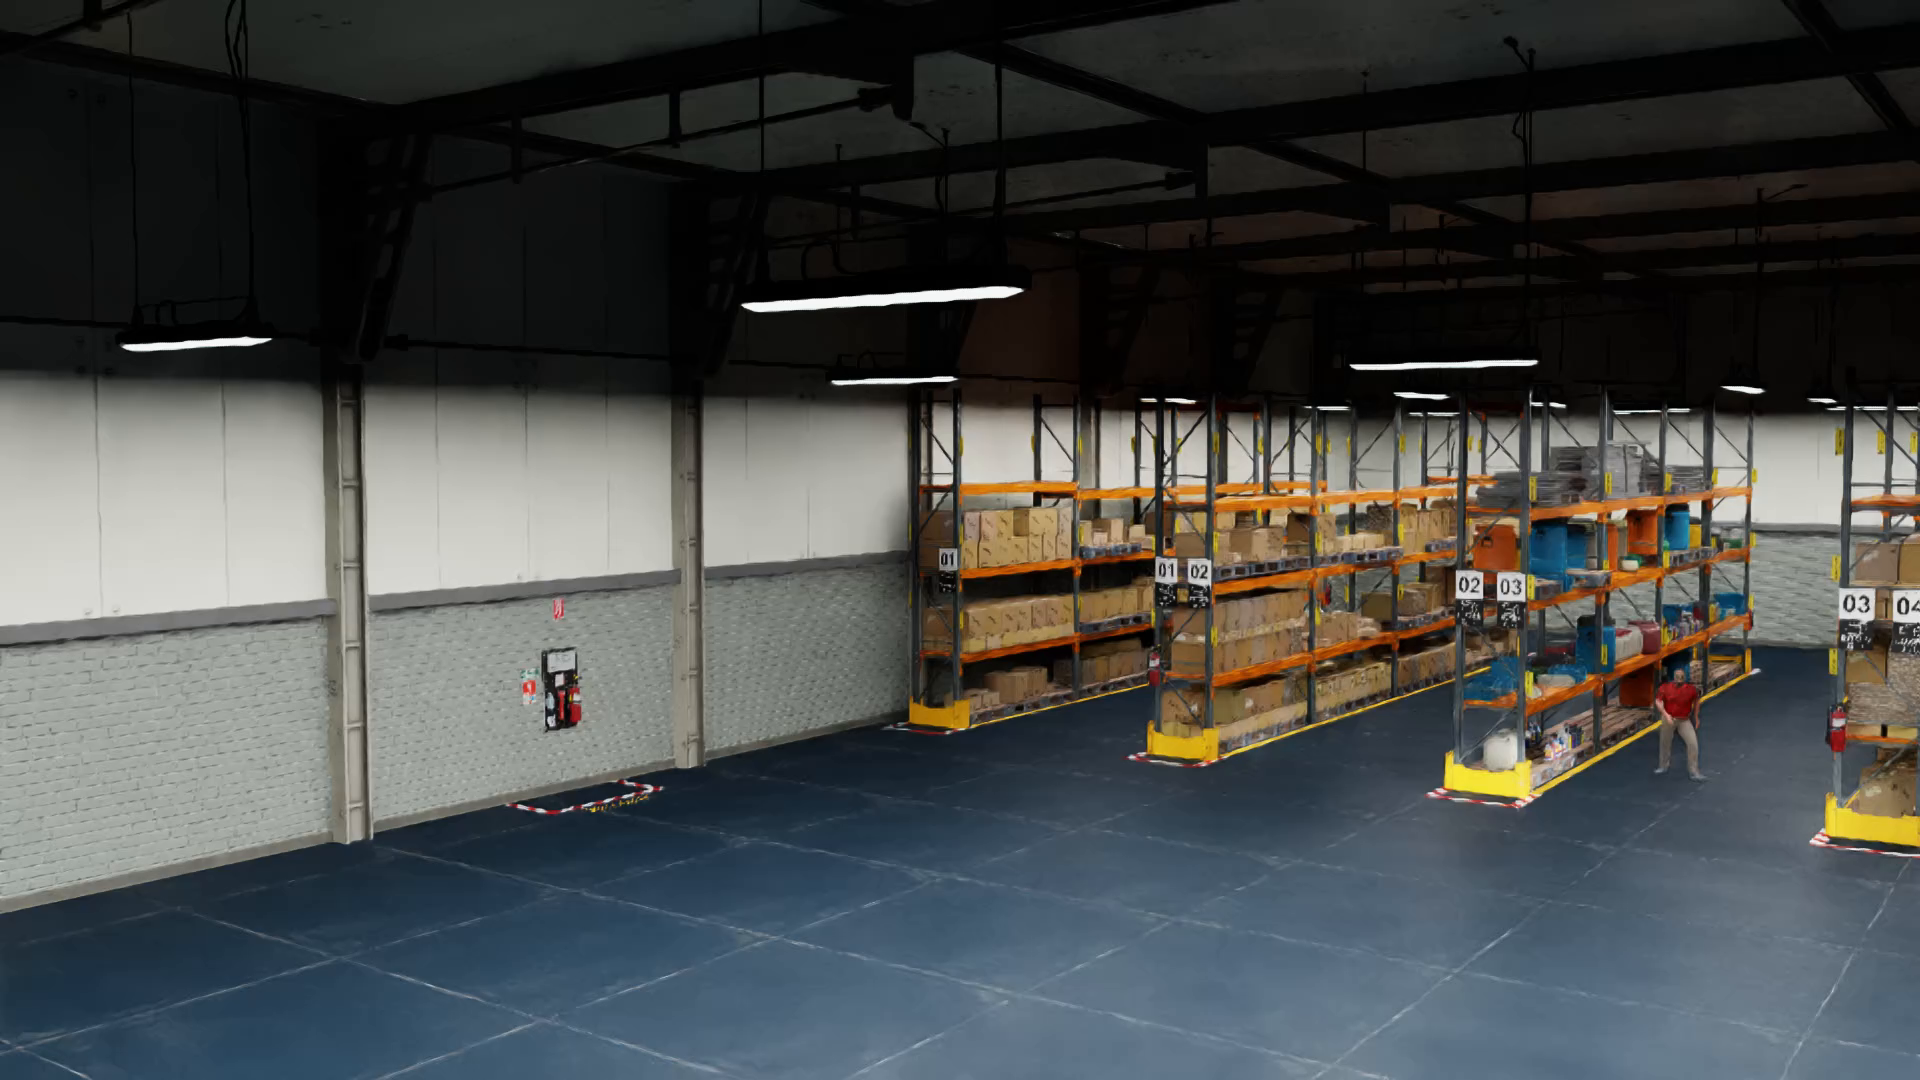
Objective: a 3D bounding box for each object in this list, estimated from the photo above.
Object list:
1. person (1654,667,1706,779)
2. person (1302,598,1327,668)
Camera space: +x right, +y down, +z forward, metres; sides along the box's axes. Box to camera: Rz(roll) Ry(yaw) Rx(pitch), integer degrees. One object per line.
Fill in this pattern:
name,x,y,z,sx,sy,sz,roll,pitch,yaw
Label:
person,10.837,2.735,25.072,0.706,1.664,0.827,1,3,17
person,7.938,2.072,37.018,0.500,1.625,0.998,2,4,35
